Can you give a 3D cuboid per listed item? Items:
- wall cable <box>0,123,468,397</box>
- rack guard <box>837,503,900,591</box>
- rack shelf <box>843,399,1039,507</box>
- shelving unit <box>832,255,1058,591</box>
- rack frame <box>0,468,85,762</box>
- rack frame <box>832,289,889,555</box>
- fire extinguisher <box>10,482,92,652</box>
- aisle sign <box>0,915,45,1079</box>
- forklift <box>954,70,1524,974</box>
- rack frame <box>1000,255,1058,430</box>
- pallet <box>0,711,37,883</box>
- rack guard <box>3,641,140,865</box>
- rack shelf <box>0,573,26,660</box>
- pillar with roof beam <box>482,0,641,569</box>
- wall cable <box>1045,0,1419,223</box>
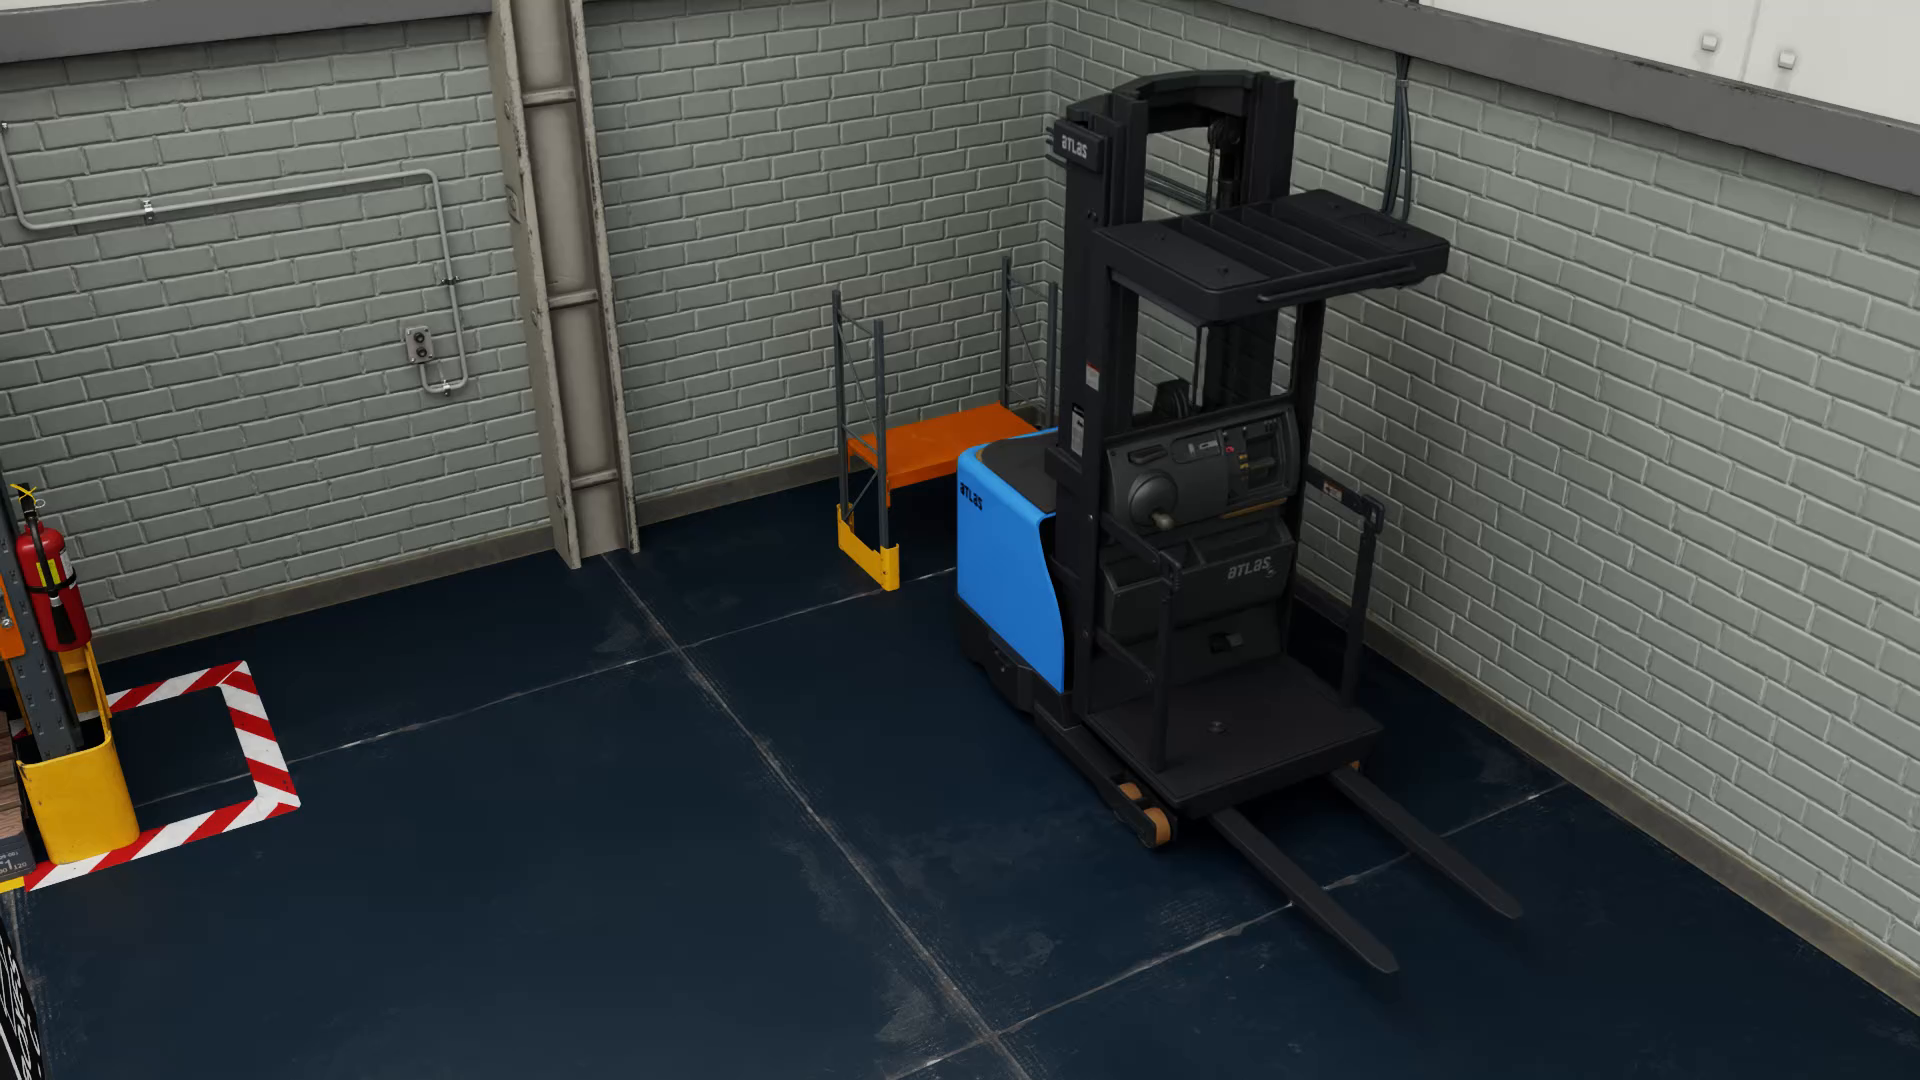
[{"bbox_3d":[-3.265,-1.398,7.627,1.851,1.984,0.084,-16,33,-26],"label":"wall cable"},{"bbox_3d":[-0.495,0.031,8.935,0.087,0.250,0.587,-16,33,-26],"label":"rack guard"},{"bbox_3d":[-0.074,-0.478,8.937,1.000,0.185,0.538,-16,33,-26],"label":"rack shelf"},{"bbox_3d":[-0.066,-0.638,8.854,1.083,1.500,0.587,-16,33,-26],"label":"shelving unit"},{"bbox_3d":[-3.890,-0.246,6.591,0.127,3.000,1.000,-16,33,-26],"label":"rack frame"},{"bbox_3d":[-0.512,-0.511,8.624,0.032,1.500,0.500,-16,33,-26],"label":"rack frame"},{"bbox_3d":[-3.526,0.107,6.418,0.183,0.674,0.296,-16,33,-26],"label":"fire extinguisher"},{"bbox_3d":[-1.467,0.540,2.477,0.004,0.787,0.394,-16,33,-26],"label":"aisle sign"},{"bbox_3d":[1.111,-0.252,6.674,1.130,2.935,3.031,-15,32,-24],"label":"forklift"},{"bbox_3d":[0.365,-0.760,9.075,0.032,1.500,0.500,-16,33,-26],"label":"rack frame"},{"bbox_3d":[-4.539,1.204,6.851,1.213,0.211,1.003,-16,33,-26],"label":"pallet"},{"bbox_3d":[-3.869,0.843,7.205,0.348,0.500,1.175,-16,33,-26],"label":"rack guard"},{"bbox_3d":[-5.614,0.559,5.877,4.000,0.370,1.077,-16,33,-26],"label":"rack shelf"},{"bbox_3d":[0.181,-2.100,3.742,0.400,9.000,9.100,-16,33,-26],"label":"pillar with roof beam"},{"bbox_3d":[1.168,-2.748,8.130,0.112,2.526,3.097,-16,33,-26],"label":"wall cable"}]
